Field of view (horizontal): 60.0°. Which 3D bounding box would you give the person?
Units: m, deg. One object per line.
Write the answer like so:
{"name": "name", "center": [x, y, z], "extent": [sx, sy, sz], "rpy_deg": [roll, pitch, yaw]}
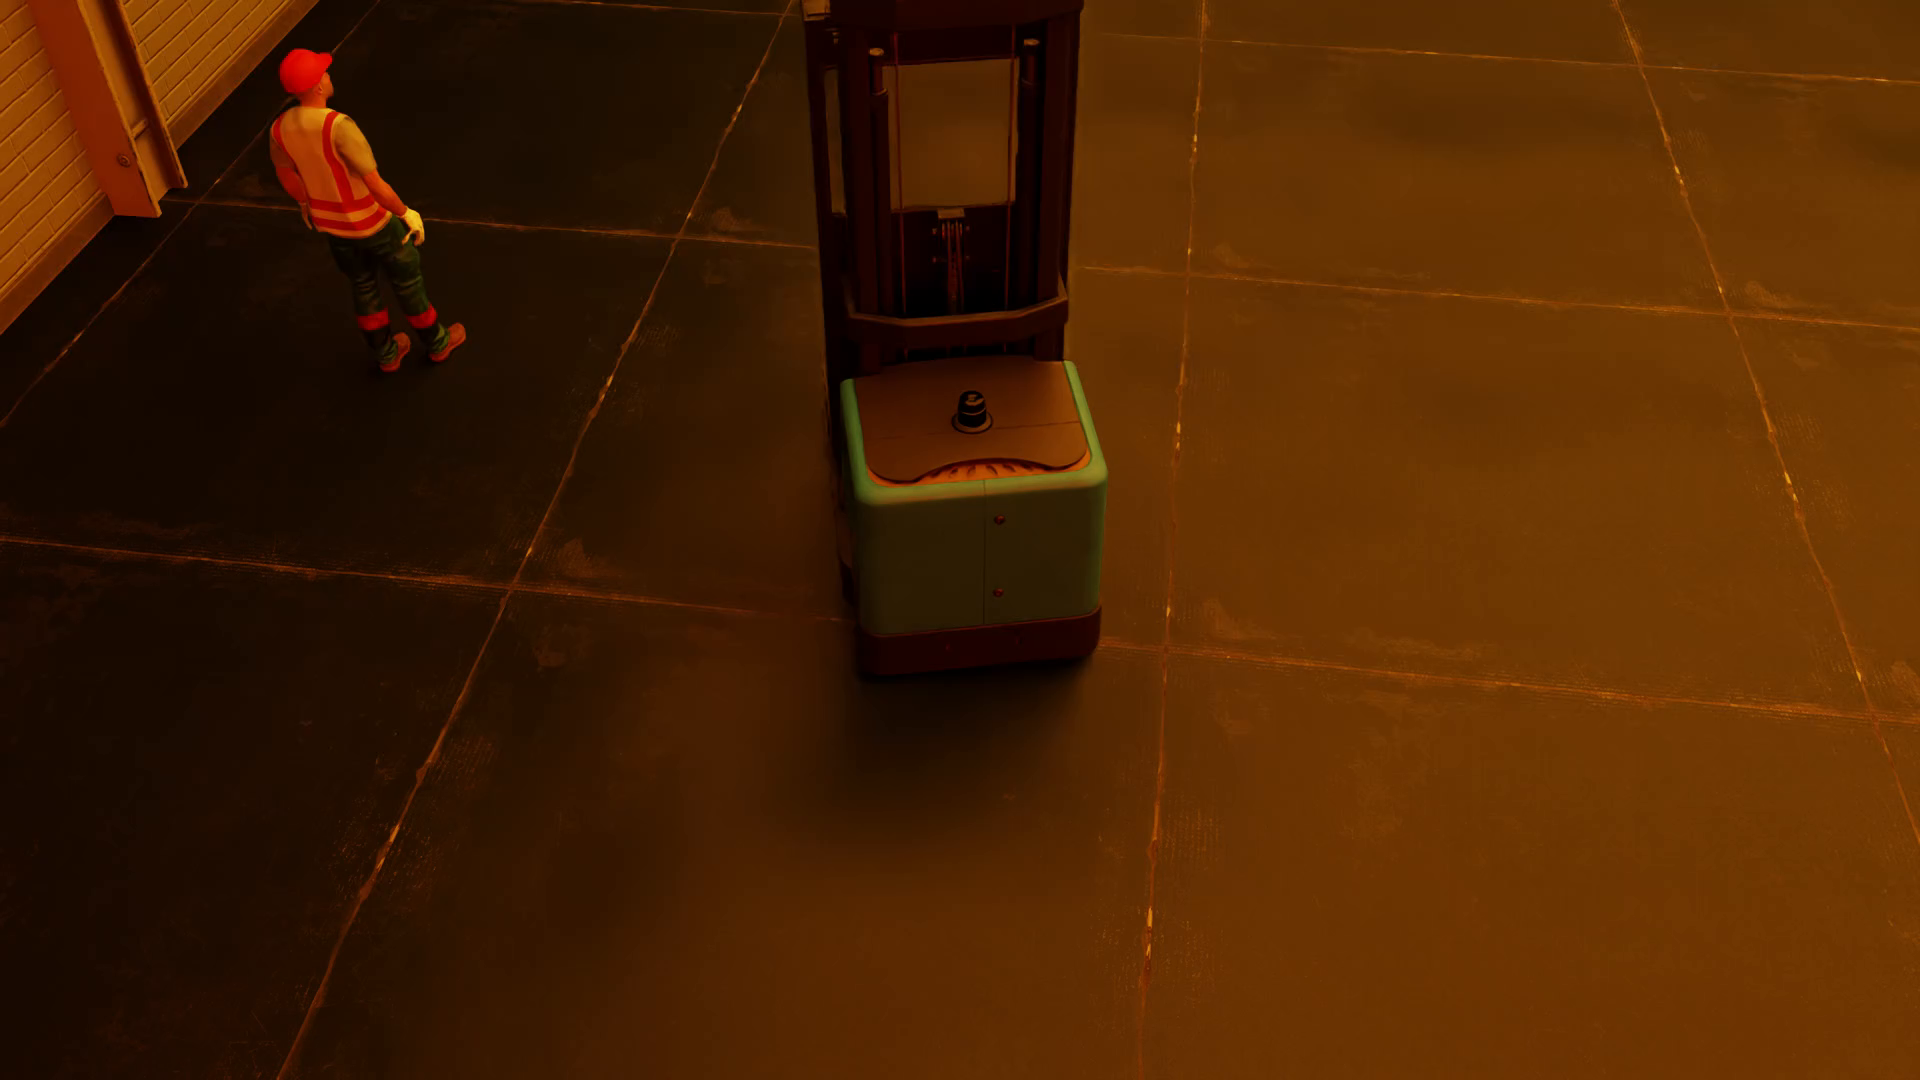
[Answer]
{"name": "person", "center": [-2.990, -1.661, 8.376], "extent": [0.695, 1.793, 0.546], "rpy_deg": [11, 44, 11]}

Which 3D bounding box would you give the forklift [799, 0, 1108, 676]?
{"name": "forklift", "center": [-0.105, -1.497, 7.354], "extent": [1.130, 2.935, 3.031], "rpy_deg": [-5, 43, -6]}
